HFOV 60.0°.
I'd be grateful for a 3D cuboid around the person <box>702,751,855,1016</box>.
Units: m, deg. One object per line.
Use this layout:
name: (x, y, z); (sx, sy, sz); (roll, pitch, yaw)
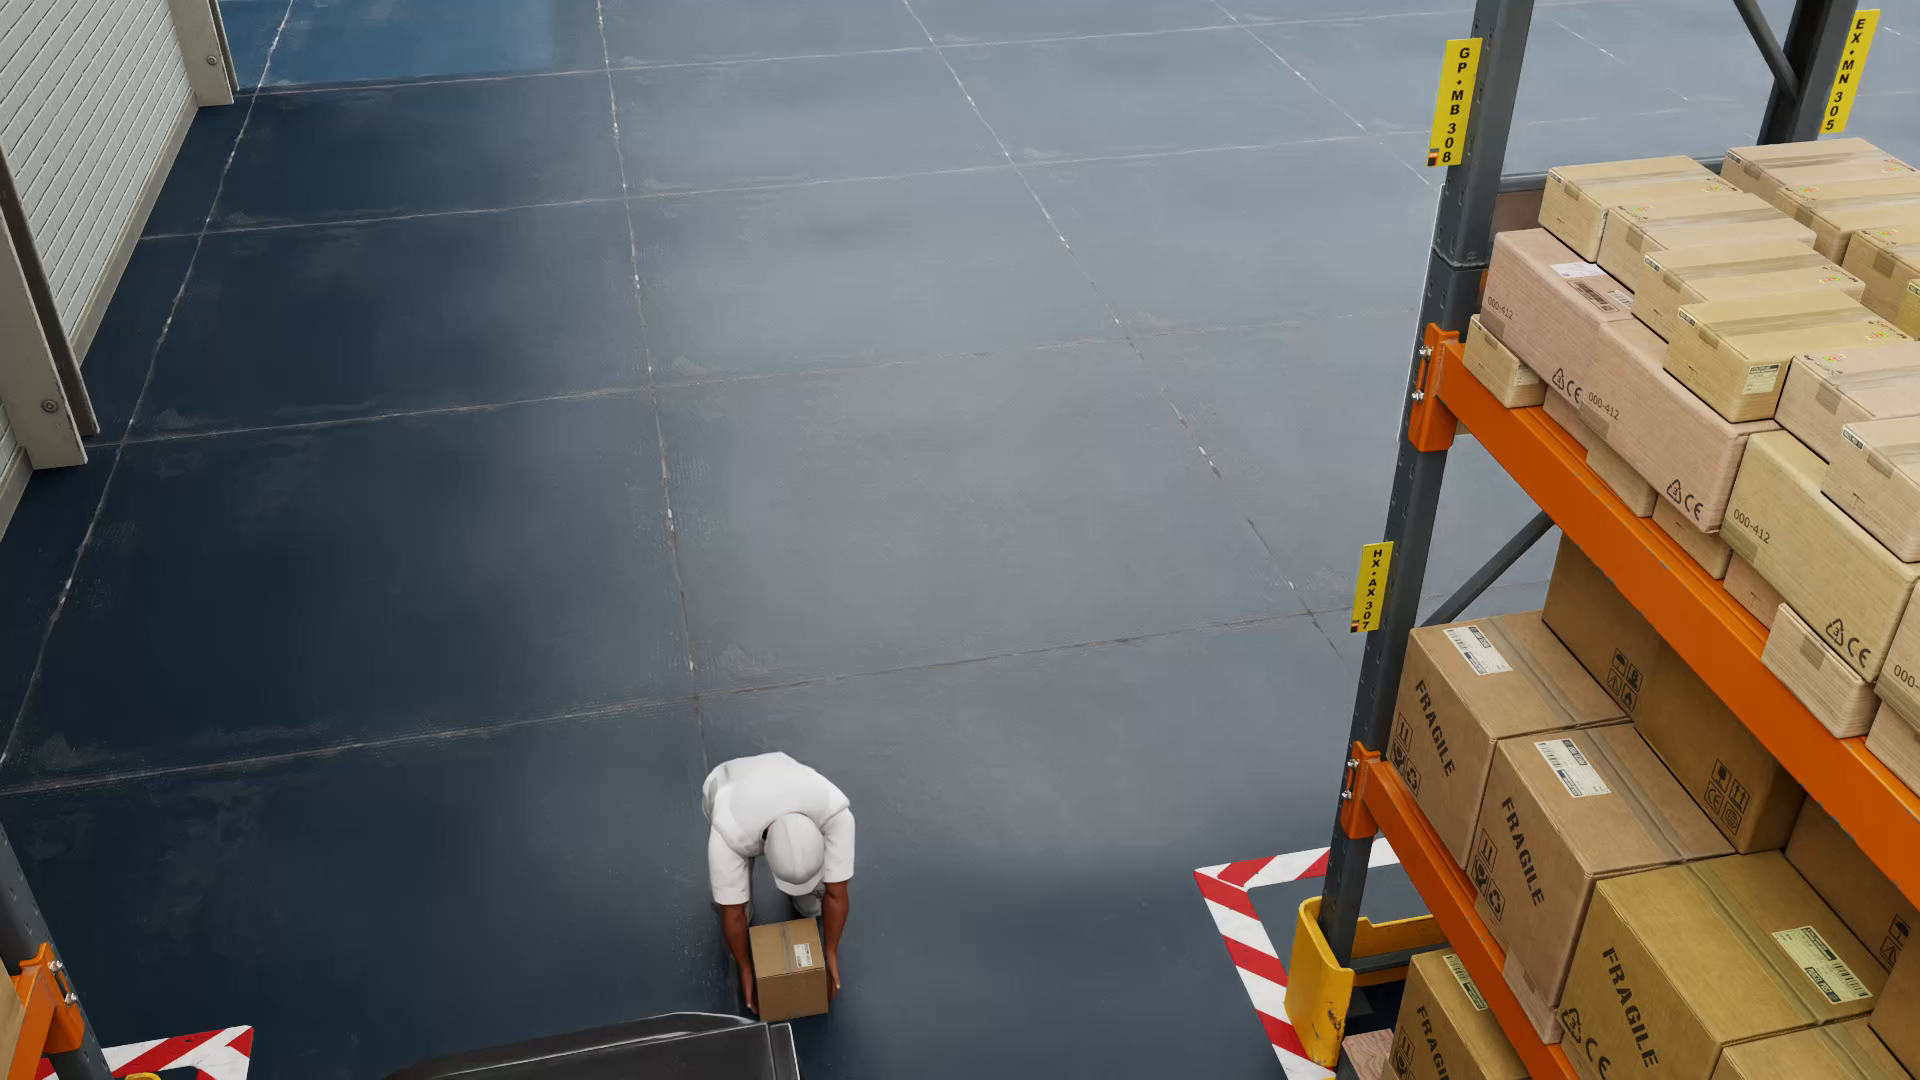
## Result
person: (-0.682, 1.165, 6.246); (0.560, 0.892, 0.901); (-7, 35, -10)
